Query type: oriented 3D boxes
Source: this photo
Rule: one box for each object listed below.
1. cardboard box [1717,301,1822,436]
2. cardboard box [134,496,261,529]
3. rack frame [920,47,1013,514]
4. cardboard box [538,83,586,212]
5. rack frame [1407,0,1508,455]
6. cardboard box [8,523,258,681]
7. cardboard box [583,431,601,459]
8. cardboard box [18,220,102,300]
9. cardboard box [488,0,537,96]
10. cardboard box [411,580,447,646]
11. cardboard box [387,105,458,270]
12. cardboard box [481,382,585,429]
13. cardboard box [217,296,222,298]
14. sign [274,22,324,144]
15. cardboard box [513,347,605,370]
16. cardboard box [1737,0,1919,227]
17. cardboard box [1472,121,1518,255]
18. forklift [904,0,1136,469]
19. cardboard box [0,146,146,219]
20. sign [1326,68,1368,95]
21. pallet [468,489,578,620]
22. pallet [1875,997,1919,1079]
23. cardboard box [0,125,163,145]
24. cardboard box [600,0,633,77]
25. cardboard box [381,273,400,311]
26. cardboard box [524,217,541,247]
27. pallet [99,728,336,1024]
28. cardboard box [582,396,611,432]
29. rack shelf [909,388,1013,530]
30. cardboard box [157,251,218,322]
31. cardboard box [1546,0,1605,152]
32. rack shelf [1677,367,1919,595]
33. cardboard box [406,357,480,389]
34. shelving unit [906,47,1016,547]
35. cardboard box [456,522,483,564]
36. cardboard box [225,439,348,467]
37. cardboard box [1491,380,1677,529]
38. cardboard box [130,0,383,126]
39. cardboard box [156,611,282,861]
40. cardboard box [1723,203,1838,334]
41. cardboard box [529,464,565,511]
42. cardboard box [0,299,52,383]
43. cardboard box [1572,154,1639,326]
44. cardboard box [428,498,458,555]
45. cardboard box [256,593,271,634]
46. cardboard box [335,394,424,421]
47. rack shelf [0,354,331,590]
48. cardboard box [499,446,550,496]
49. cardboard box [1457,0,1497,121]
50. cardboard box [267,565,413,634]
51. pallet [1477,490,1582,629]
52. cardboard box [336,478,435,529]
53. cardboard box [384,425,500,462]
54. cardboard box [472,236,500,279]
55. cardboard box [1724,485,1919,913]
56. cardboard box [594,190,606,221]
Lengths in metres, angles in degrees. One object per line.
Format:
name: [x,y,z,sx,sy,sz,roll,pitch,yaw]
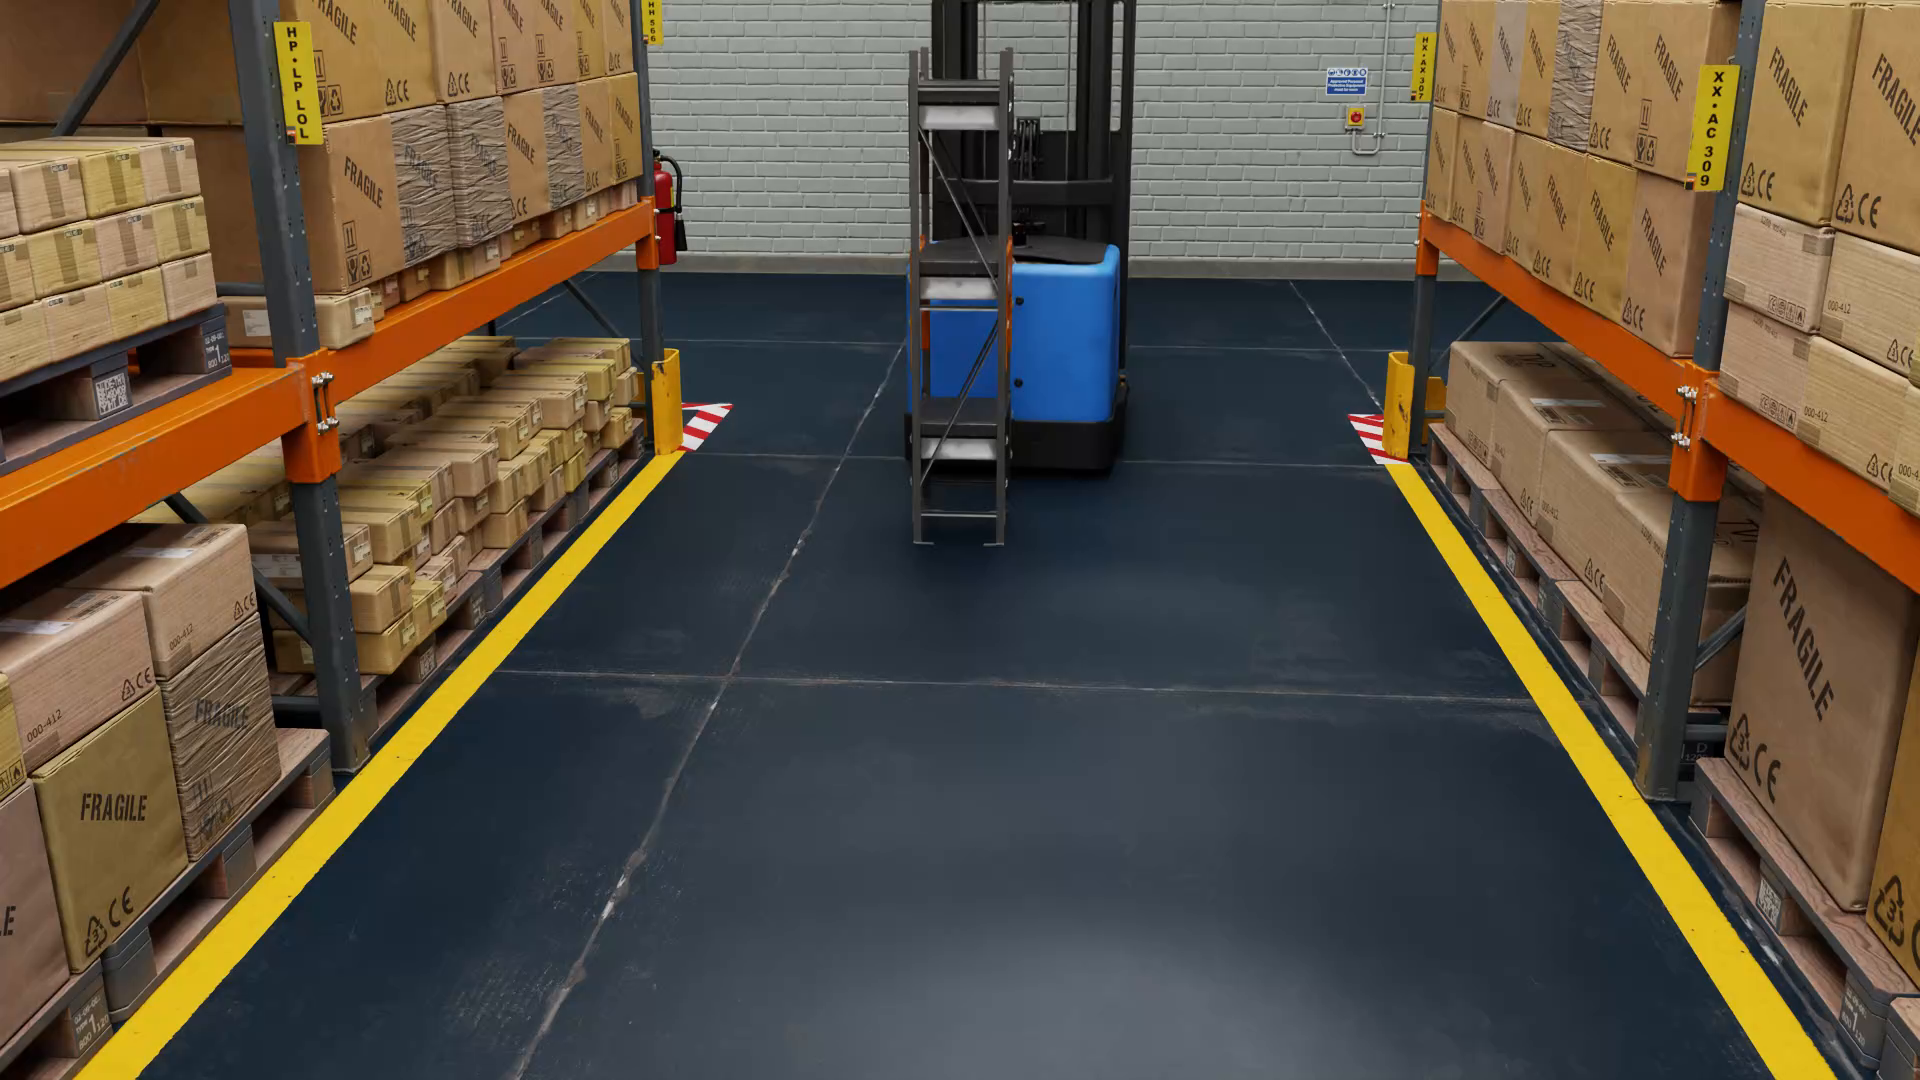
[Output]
cardboard box: [2.271,-0.439,4.187,0.500,0.250,0.500,1,18,3]
cardboard box: [-2.634,-0.044,5.690,0.380,0.149,0.250,2,18,5]
rack frame: [0.029,-1.125,7.484,0.400,2.100,0.015,1,18,4]
cardboard box: [-1.936,-1.689,7.121,0.500,0.500,0.500,1,18,4]
rack frame: [2.853,-1.884,8.354,1.000,3.000,0.127,1,18,4]
cardboard box: [-2.180,0.149,4.288,0.500,0.250,0.500,1,18,2]
cardboard box: [-1.944,-0.477,7.966,0.380,0.149,0.250,1,18,4]
cardboard box: [-2.248,-0.655,3.856,0.380,0.149,0.250,2,18,6]
cardboard box: [-1.976,-1.996,6.452,0.500,0.500,0.500,1,18,2]
cardboard box: [-2.013,0.246,5.758,0.380,0.149,0.250,2,18,6]
cardboard box: [-2.063,-1.211,5.664,0.500,0.500,0.500,1,18,4]
cardboard box: [-1.890,-0.596,7.374,0.380,0.149,0.250,2,18,6]
cardboard box: [-2.603,-0.859,5.631,0.380,0.149,0.250,2,18,6]
sign: [-1.825,-1.259,4.589,0.100,0.325,0.005,1,18,4]
cardboard box: [-1.952,-0.843,8.128,0.380,0.149,0.250,2,18,5]
cardboard box: [2.248,-1.034,3.994,0.500,0.500,0.500,1,18,5]
cardboard box: [2.469,-1.473,6.941,0.500,0.500,0.500,1,18,4]
forklift: [0.422,-2.159,9.304,1.130,2.935,3.031,2,18,7]
cardboard box: [-2.231,-0.871,4.037,0.380,0.149,0.250,1,18,2]
sign: [3.190,-3.784,13.719,0.327,0.218,0.001,1,18,4]
pallet: [-2.281,0.016,7.037,1.003,0.211,1.213,1,18,4]
pallet: [2.501,1.305,3.101,1.003,0.211,1.213,1,18,4]
cardboard box: [-2.626,-1.066,5.220,0.500,0.500,0.500,1,18,4]
cardboard box: [-1.876,-2.479,7.927,0.500,0.500,0.500,1,18,3]
cardboard box: [-2.121,-0.847,5.596,0.380,0.149,0.250,0,18,1]
cardboard box: [-2.013,-1.338,7.091,0.380,0.149,0.250,1,18,2]
pallet: [-2.433,0.847,4.500,1.003,0.211,1.213,1,18,4]
cardboard box: [-1.880,-0.617,7.915,0.380,0.149,0.250,1,18,2]
rack shelf: [0.012,-0.371,7.475,0.431,0.518,0.480,1,18,4]
cardboard box: [-2.209,-0.673,4.388,0.380,0.149,0.250,1,18,3]
cardboard box: [2.396,-1.632,5.821,0.500,0.500,0.500,2,18,5]
rack shelf: [2.423,0.322,2.779,1.077,0.370,4.000,1,18,4]
cardboard box: [-2.514,-0.771,7.908,0.380,0.149,0.250,1,18,4]
shelving unit: [0.012,-1.049,7.253,0.431,2.100,0.503,1,18,4]
cardboard box: [-2.094,0.004,6.499,0.380,0.149,0.250,1,18,2]
cardboard box: [-2.599,-0.287,6.430,0.380,0.149,0.250,0,18,1]
cardboard box: [2.848,-0.374,7.187,0.875,0.438,0.875,2,18,5]
cardboard box: [-2.103,-1.519,4.998,0.500,0.500,0.500,2,18,5]
cardboard box: [-2.180,0.503,4.409,0.500,0.500,0.500,1,18,3]
cardboard box: [2.253,-0.677,4.110,0.500,0.250,0.500,1,18,2]
cardboard box: [-1.944,-0.235,7.227,0.380,0.149,0.250,2,18,5]
cardboard box: [-2.266,-0.437,3.668,0.380,0.149,0.250,0,18,1]
cardboard box: [2.376,-0.998,5.492,0.500,0.500,0.500,1,18,3]
cardboard box: [-2.101,-0.053,6.193,0.380,0.149,0.250,0,18,1]
cardboard box: [-2.588,0.227,5.818,0.380,0.149,0.250,2,18,5]
cardboard box: [-2.543,-0.526,7.159,0.380,0.149,0.250,2,18,5]
rack shelf: [-2.522,0.243,3.020,1.077,0.370,4.000,1,18,4]
cardboard box: [-1.934,-0.291,6.919,0.380,0.149,0.250,1,18,4]
cardboard box: [2.504,-2.103,7.257,0.500,0.500,0.500,1,18,2]
cardboard box: [-2.033,0.188,5.458,0.380,0.149,0.250,2,18,6]
pallet: [2.783,0.070,6.872,1.003,0.211,1.213,1,18,4]
cardboard box: [-2.099,-0.114,5.902,0.380,0.149,0.250,1,18,3]
cardboard box: [-2.066,-0.359,6.651,0.380,0.149,0.250,1,18,2]
cardboard box: [-1.986,-1.092,6.341,0.380,0.149,0.250,2,18,6]
cardboard box: [2.601,0.363,4.235,0.875,0.875,0.875,2,18,6]
cardboard box: [-1.891,-1.581,7.834,0.380,0.149,0.250,1,18,3]
